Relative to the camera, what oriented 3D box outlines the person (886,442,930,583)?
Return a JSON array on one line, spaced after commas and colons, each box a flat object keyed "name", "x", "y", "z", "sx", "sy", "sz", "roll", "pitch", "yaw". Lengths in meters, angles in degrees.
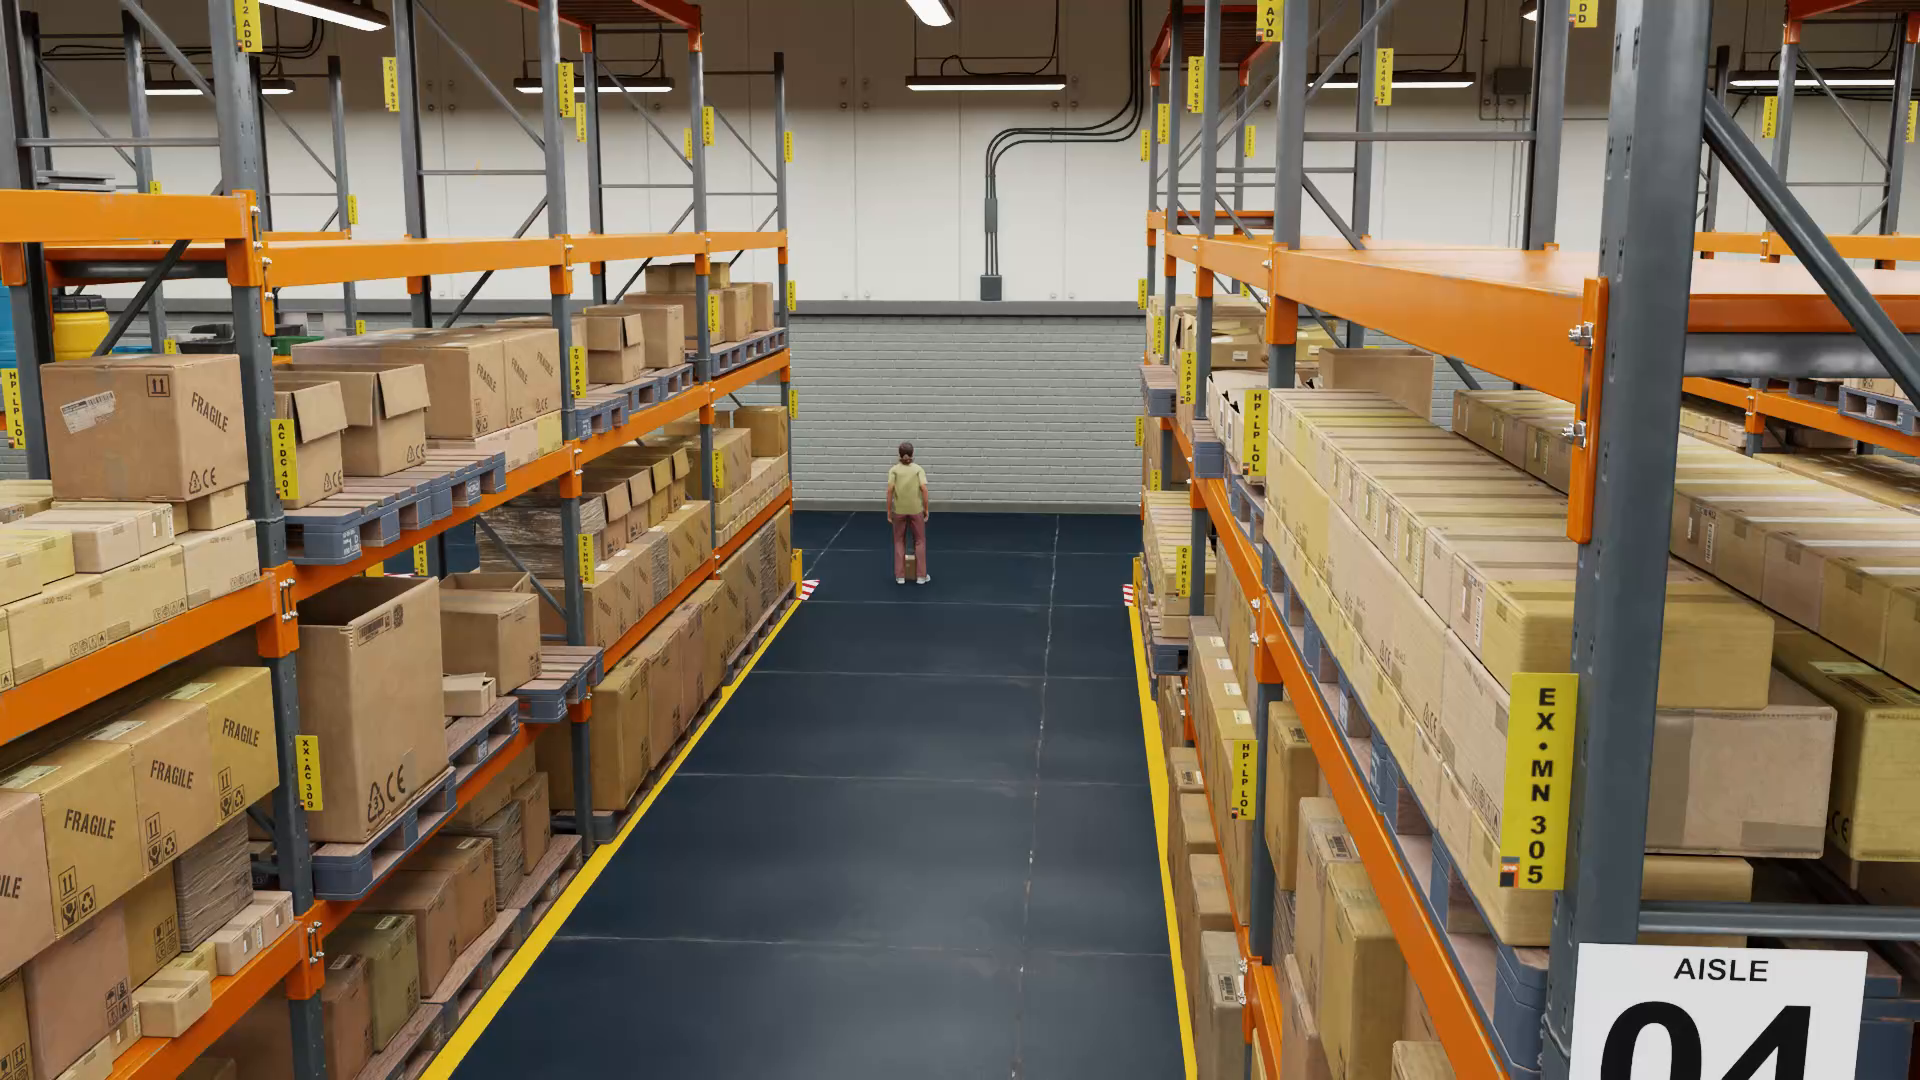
[{"name": "person", "x": -0.612, "y": -0.320, "z": 19.612, "sx": 0.508, "sy": 1.671, "sz": 0.364, "roll": 0, "pitch": 11, "yaw": 1}]
